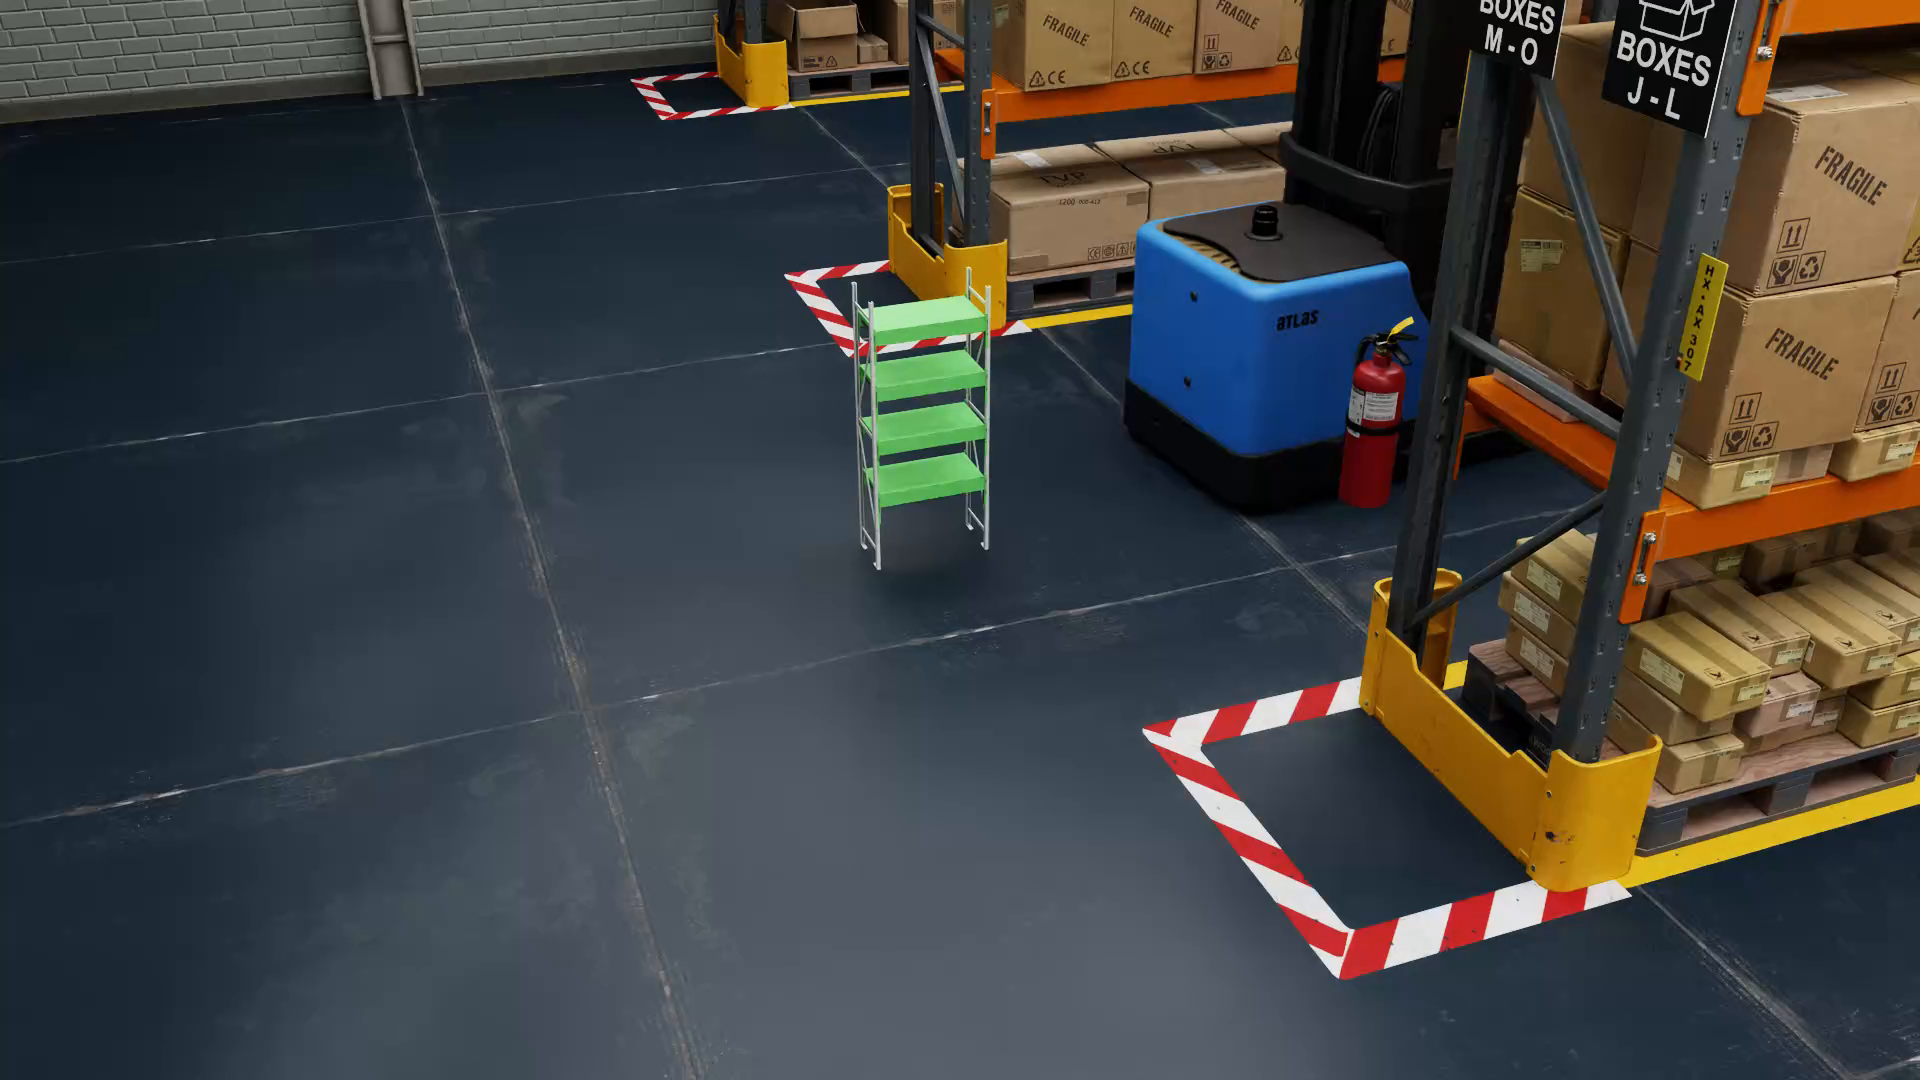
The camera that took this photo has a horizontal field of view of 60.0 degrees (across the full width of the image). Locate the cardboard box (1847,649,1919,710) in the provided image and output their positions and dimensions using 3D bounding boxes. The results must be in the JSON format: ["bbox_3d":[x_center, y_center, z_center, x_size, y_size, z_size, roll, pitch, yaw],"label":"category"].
[{"bbox_3d":[3.091,0.397,5.679,0.250,0.149,0.380,-9,31,-16],"label":"cardboard box"}]

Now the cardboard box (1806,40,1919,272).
[{"bbox_3d":[2.741,-1.112,4.760,0.500,0.500,0.500,-10,31,-16],"label":"cardboard box"}]

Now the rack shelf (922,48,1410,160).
[{"bbox_3d":[1.810,-2.772,9.813,4.000,0.370,1.077,-10,31,-18],"label":"rack shelf"}]

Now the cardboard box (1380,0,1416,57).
[{"bbox_3d":[2.393,-3.090,9.543,0.500,0.500,0.500,-11,31,-18],"label":"cardboard box"}]

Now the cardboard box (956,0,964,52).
[{"bbox_3d":[0.296,-2.989,9.366,0.500,0.500,0.500,-10,31,-17],"label":"cardboard box"}]

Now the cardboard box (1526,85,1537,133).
[{"bbox_3d":[4.238,-2.834,10.916,0.875,0.875,0.875,-9,31,-16],"label":"cardboard box"}]

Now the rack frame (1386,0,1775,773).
[{"bbox_3d":[1.757,-0.461,5.028,0.127,3.000,1.000,-10,31,-18],"label":"rack frame"}]

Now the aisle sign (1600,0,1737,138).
[{"bbox_3d":[1.793,-1.438,4.119,0.004,0.787,0.394,-10,31,-18],"label":"aisle sign"}]

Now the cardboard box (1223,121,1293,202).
[{"bbox_3d":[2.220,-2.286,10.396,0.875,0.438,0.875,-11,32,-19],"label":"cardboard box"}]

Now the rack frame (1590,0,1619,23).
[{"bbox_3d":[3.685,-3.430,10.241,0.127,3.000,1.000,-10,31,-18],"label":"rack frame"}]

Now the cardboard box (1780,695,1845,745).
[{"bbox_3d":[2.807,0.524,5.755,0.250,0.149,0.380,-10,31,-17],"label":"cardboard box"}]

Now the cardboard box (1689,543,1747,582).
[{"bbox_3d":[2.619,0.008,6.061,0.250,0.149,0.380,-11,32,-19],"label":"cardboard box"}]

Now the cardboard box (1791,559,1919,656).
[{"bbox_3d":[3.067,0.236,5.661,0.250,0.149,0.380,-12,32,-20],"label":"cardboard box"}]

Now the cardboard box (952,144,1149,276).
[{"bbox_3d":[0.520,-1.969,9.841,0.875,0.438,0.875,-12,32,-19],"label":"cardboard box"}]

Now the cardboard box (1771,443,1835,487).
[{"bbox_3d":[2.399,-0.319,5.033,0.250,0.149,0.380,-9,31,-16],"label":"cardboard box"}]

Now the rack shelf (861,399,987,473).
[{"bbox_3d":[-0.155,-0.437,6.934,0.480,0.148,0.258,-10,31,-18],"label":"rack shelf"}]

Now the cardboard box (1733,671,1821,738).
[{"bbox_3d":[2.614,0.474,5.543,0.250,0.149,0.380,-11,31,-18],"label":"cardboard box"}]

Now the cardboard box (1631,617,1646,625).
[{"bbox_3d":[2.416,0.223,5.984,0.250,0.149,0.380,-11,32,-19],"label":"cardboard box"}]

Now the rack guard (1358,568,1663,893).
[{"bbox_3d":[1.828,0.612,5.670,0.348,0.500,1.175,-10,31,-18],"label":"rack guard"}]

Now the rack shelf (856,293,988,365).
[{"bbox_3d":[-0.155,-0.854,6.697,0.480,0.148,0.258,-10,31,-18],"label":"rack shelf"}]

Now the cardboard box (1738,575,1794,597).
[{"bbox_3d":[2.926,0.154,6.105,0.250,0.149,0.380,-11,31,-18],"label":"cardboard box"}]

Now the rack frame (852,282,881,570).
[{"bbox_3d":[-0.384,-0.451,6.829,0.015,1.200,0.240,-10,31,-18],"label":"rack frame"}]

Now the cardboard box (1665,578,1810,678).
[{"bbox_3d":[2.583,0.301,5.546,0.250,0.149,0.380,-10,31,-17],"label":"cardboard box"}]

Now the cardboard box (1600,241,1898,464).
[{"bbox_3d":[2.274,-0.583,4.841,0.500,0.500,0.500,-9,31,-15],"label":"cardboard box"}]

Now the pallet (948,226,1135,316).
[{"bbox_3d":[0.658,-1.702,10.025,1.213,0.211,1.003,-10,31,-18],"label":"pallet"}]

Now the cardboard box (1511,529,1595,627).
[{"bbox_3d":[2.165,0.128,5.850,0.250,0.149,0.380,-10,31,-17],"label":"cardboard box"}]

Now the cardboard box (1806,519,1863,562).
[{"bbox_3d":[3.116,-0.080,6.215,0.250,0.149,0.380,-9,31,-16],"label":"cardboard box"}]

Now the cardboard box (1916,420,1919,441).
[{"bbox_3d":[2.865,-0.448,5.261,0.250,0.149,0.380,-9,31,-15],"label":"cardboard box"}]

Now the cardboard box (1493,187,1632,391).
[{"bbox_3d":[2.088,-0.830,5.276,0.500,0.500,0.500,-10,31,-17],"label":"cardboard box"}]

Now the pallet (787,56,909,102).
[{"bbox_3d":[-0.980,-3.982,14.026,1.213,0.211,1.003,-10,31,-18],"label":"pallet"}]

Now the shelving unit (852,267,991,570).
[{"bbox_3d":[-0.155,-0.493,6.903,0.503,1.200,0.258,-10,31,-18],"label":"shelving unit"}]

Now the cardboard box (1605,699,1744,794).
[{"bbox_3d":[2.359,0.654,5.528,0.250,0.149,0.380,-10,31,-17],"label":"cardboard box"}]

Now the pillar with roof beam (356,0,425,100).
[{"bbox_3d":[-3.139,-5.604,7.996,0.400,9.000,9.100,-10,31,-18],"label":"pillar with roof beam"}]

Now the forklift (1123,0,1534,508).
[{"bbox_3d":[2.350,-1.912,7.645,3.031,2.935,1.130,-14,32,-23],"label":"forklift"}]

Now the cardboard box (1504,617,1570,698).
[{"bbox_3d":[2.177,0.408,5.960,0.250,0.149,0.380,-10,31,-17],"label":"cardboard box"}]

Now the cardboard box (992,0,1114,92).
[{"bbox_3d":[0.486,-2.733,8.916,0.500,0.500,0.500,-11,31,-18],"label":"cardboard box"}]

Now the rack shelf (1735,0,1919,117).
[{"bbox_3d":[3.631,-1.797,5.070,4.000,0.370,1.077,-10,31,-18],"label":"rack shelf"}]

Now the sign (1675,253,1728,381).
[{"bbox_3d":[1.946,-0.585,4.372,0.005,0.325,0.100,-10,31,-18],"label":"sign"}]

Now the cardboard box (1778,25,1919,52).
[{"bbox_3d":[2.574,-1.350,5.177,0.500,0.500,0.500,-12,32,-19],"label":"cardboard box"}]

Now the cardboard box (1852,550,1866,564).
[{"bbox_3d":[3.366,0.021,6.338,0.250,0.149,0.380,-9,31,-15],"label":"cardboard box"}]

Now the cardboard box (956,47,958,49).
[{"bbox_3d":[0.153,-4.374,13.999,0.500,0.500,0.500,-10,31,-17],"label":"cardboard box"}]

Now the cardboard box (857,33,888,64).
[{"bbox_3d":[-0.780,-4.103,13.877,0.250,0.149,0.380,-12,32,-20],"label":"cardboard box"}]

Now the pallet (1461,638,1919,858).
[{"bbox_3d":[2.602,0.614,5.959,1.213,0.211,1.003,-10,31,-18],"label":"pallet"}]

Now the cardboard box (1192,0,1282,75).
[{"bbox_3d":[1.433,-2.913,9.231,0.500,0.500,0.500,-11,31,-18],"label":"cardboard box"}]
